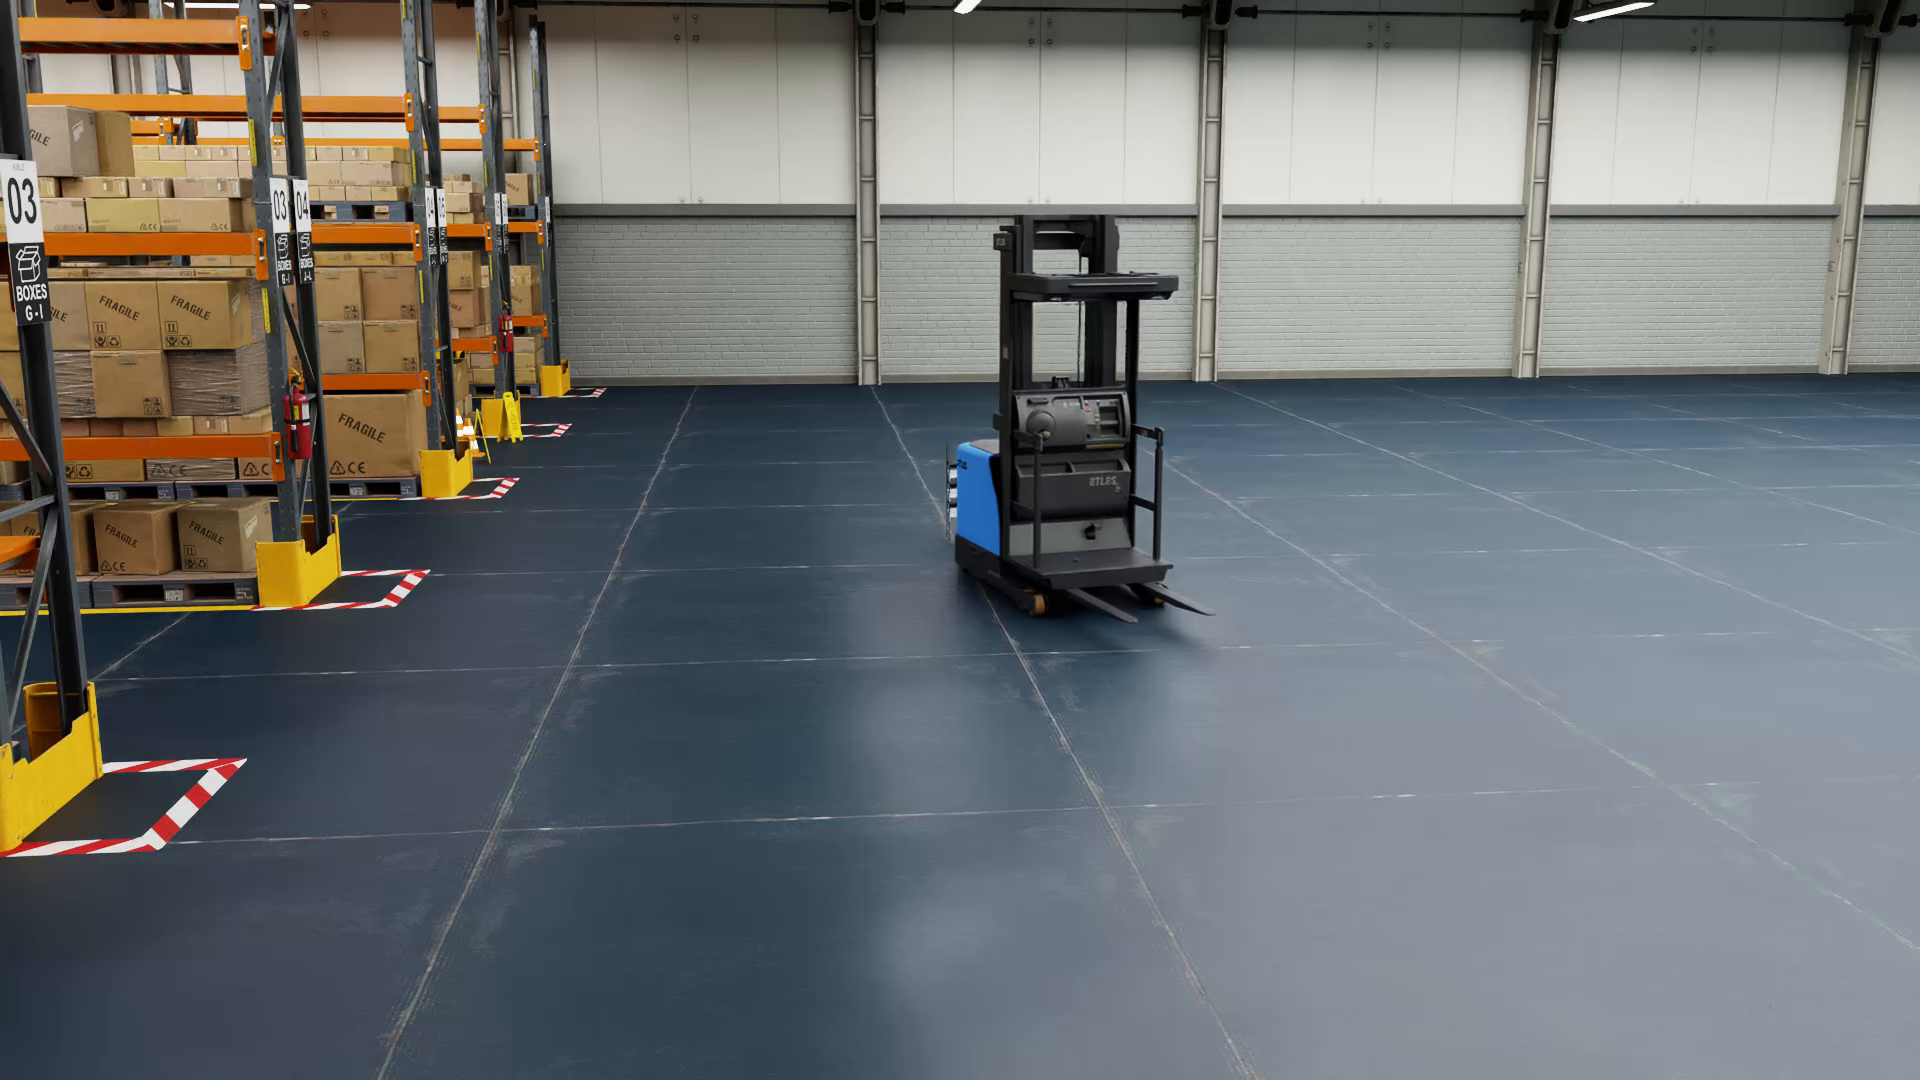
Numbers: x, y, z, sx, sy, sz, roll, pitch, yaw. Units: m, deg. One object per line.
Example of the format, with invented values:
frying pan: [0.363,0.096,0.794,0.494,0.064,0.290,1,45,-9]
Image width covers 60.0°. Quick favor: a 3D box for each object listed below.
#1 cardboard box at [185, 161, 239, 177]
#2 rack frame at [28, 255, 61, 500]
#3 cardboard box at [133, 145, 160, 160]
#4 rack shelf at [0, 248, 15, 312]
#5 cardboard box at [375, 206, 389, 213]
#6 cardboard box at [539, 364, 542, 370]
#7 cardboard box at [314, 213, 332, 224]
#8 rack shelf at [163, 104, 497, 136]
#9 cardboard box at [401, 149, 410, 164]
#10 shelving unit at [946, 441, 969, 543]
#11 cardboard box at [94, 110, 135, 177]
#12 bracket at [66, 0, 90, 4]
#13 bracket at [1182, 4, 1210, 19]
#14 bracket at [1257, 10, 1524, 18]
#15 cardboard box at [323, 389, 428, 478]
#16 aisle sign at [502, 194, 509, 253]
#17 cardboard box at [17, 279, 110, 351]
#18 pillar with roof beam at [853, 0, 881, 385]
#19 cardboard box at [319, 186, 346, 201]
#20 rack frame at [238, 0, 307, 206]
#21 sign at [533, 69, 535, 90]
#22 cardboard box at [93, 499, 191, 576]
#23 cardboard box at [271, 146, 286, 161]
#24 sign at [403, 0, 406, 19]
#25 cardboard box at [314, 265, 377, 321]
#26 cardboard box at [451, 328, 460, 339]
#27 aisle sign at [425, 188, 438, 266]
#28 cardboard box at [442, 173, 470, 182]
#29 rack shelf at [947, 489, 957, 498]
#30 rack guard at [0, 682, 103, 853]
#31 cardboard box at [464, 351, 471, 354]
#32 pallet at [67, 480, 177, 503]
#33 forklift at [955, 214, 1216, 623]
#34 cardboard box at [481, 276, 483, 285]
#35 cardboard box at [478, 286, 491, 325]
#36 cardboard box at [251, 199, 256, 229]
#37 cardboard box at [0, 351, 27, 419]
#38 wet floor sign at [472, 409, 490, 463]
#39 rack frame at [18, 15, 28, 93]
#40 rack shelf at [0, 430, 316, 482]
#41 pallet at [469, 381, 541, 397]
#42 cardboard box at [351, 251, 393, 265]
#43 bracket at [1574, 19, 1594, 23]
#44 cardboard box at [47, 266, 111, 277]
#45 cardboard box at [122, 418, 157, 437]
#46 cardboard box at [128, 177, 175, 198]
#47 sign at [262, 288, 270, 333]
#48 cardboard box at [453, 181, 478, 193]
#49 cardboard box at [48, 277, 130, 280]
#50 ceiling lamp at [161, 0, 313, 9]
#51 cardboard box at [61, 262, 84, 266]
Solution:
cardboard box: [-7.542,-3.733,16.954,0.500,0.250,0.500,-1,11,-6]
rack frame: [-9.564,-1.945,17.366,0.127,3.000,1.000,-1,11,-6]
cardboard box: [-8.152,-3.904,16.791,0.250,0.149,0.380,-1,11,-5]
rack shelf: [-6.606,-1.202,7.677,4.000,0.370,1.077,-1,11,-6]
cardboard box: [-7.718,-4.435,21.875,0.500,0.250,0.500,-1,11,-4]
cardboard box: [-7.272,-2.811,27.813,0.500,0.250,0.500,-1,11,-6]
cardboard box: [-8.327,-4.232,21.875,0.250,0.149,0.380,-1,11,-6]
rack shelf: [-8.211,-5.523,21.887,4.000,0.370,1.077,-1,11,-6]
cardboard box: [-5.954,-4.077,17.673,0.250,0.149,0.380,-1,11,-5]
shelving unit: [-0.008,-0.441,15.162,0.210,0.900,0.258,-1,11,-6]
cardboard box: [-6.658,-3.008,12.671,0.500,0.500,0.500,-1,11,-6]
bracket: [-13.891,-8.593,26.303,0.430,0.232,0.235,-1,11,-6]
bracket: [4.004,-8.968,28.210,0.430,0.232,0.235,-1,11,-6]
bracket: [7.407,-9.040,28.573,4.783,0.066,0.076,-1,11,-6]
cardboard box: [-6.255,-1.165,17.818,0.875,0.875,0.875,-1,11,-6]
aisle sign: [-6.195,-4.311,22.666,0.004,0.787,0.394,-1,11,-6]
cardboard box: [-6.666,-1.680,12.397,0.500,0.500,0.500,-1,11,-6]
pillar with roof beam: [-1.122,-6.328,24.112,0.548,9.000,9.100,-1,11,-6]
cardboard box: [-6.388,-3.549,17.055,0.250,0.149,0.380,-1,11,-5]
rack frame: [-5.153,-4.018,12.362,0.127,3.000,1.000,-1,11,-6]
sign: [-6.718,-7.263,26.242,0.005,0.325,0.100,-1,11,-6]
cardboard box: [-6.366,-0.025,12.995,0.500,0.500,0.500,2,11,9]
cardboard box: [-6.895,-3.930,16.924,0.250,0.149,0.380,-1,11,-6]
sign: [-5.543,-5.364,16.582,0.005,0.325,0.100,-1,11,-6]
cardboard box: [-6.498,-2.602,17.521,0.550,0.550,0.875,-1,11,-6]
cardboard box: [-6.811,-2.777,22.248,0.250,0.149,0.380,-1,11,-7]
aisle sign: [-5.485,-3.248,17.254,0.004,0.787,0.394,-1,11,-6]
cardboard box: [-8.205,-5.645,26.804,0.500,0.500,0.700,-1,11,-6]
rack shelf: [-0.008,-0.409,15.169,0.200,0.077,0.258,-1,11,-6]
rack guard: [-4.688,1.112,8.296,0.348,0.500,1.175,-1,11,-6]
cardboard box: [-8.194,-3.181,27.101,0.500,0.250,0.500,-1,11,-5]
pallet: [-8.800,-0.577,17.639,1.213,0.211,1.003,-1,11,-6]
forklift: [0.941,-0.959,12.531,1.130,2.935,3.031,-4,12,-20]
cardboard box: [-7.840,-4.226,27.028,0.250,0.149,0.380,-1,11,-6]
cardboard box: [-6.724,-3.214,22.790,0.500,0.500,0.500,-1,11,-7]
cardboard box: [-5.659,-2.512,12.867,0.500,0.250,0.500,-1,11,-4]
cardboard box: [-7.187,-1.220,12.648,0.500,0.500,0.875,-1,11,-6]
wet floor sign: [-5.773,-1.253,19.951,0.232,0.644,0.267,-3,12,-16]
rack frame: [-14.716,-6.704,26.023,0.127,3.000,1.000,-1,11,-6]
rack shelf: [-7.141,-0.680,12.798,4.000,0.370,1.077,-1,11,-6]
pallet: [-7.518,-2.535,27.596,1.213,0.211,1.003,-1,11,-6]
cardboard box: [-7.707,-3.569,22.005,0.500,0.500,0.700,-1,11,-7]
bracket: [10.794,-9.111,28.934,0.430,0.232,0.235,-1,11,-6]
cardboard box: [-9.194,-2.549,17.253,0.550,0.550,0.875,-1,11,-6]
cardboard box: [-6.155,-0.883,12.619,0.250,0.149,0.380,-1,11,-6]
cardboard box: [-5.927,-2.593,12.244,0.250,0.149,0.380,-2,11,-9]
sign: [-5.113,-1.691,12.255,0.005,0.325,0.100,-1,11,-6]
cardboard box: [-6.527,-4.651,21.942,0.250,0.149,0.380,-1,11,-6]
cardboard box: [-6.724,-1.781,12.913,0.500,0.500,0.500,-1,11,-6]
ceiling lamp: [-10.364,-9.233,23.754,2.000,3.185,0.800,-1,11,-6]
cardboard box: [-11.588,-3.531,21.635,0.250,0.149,0.380,-2,11,-9]
